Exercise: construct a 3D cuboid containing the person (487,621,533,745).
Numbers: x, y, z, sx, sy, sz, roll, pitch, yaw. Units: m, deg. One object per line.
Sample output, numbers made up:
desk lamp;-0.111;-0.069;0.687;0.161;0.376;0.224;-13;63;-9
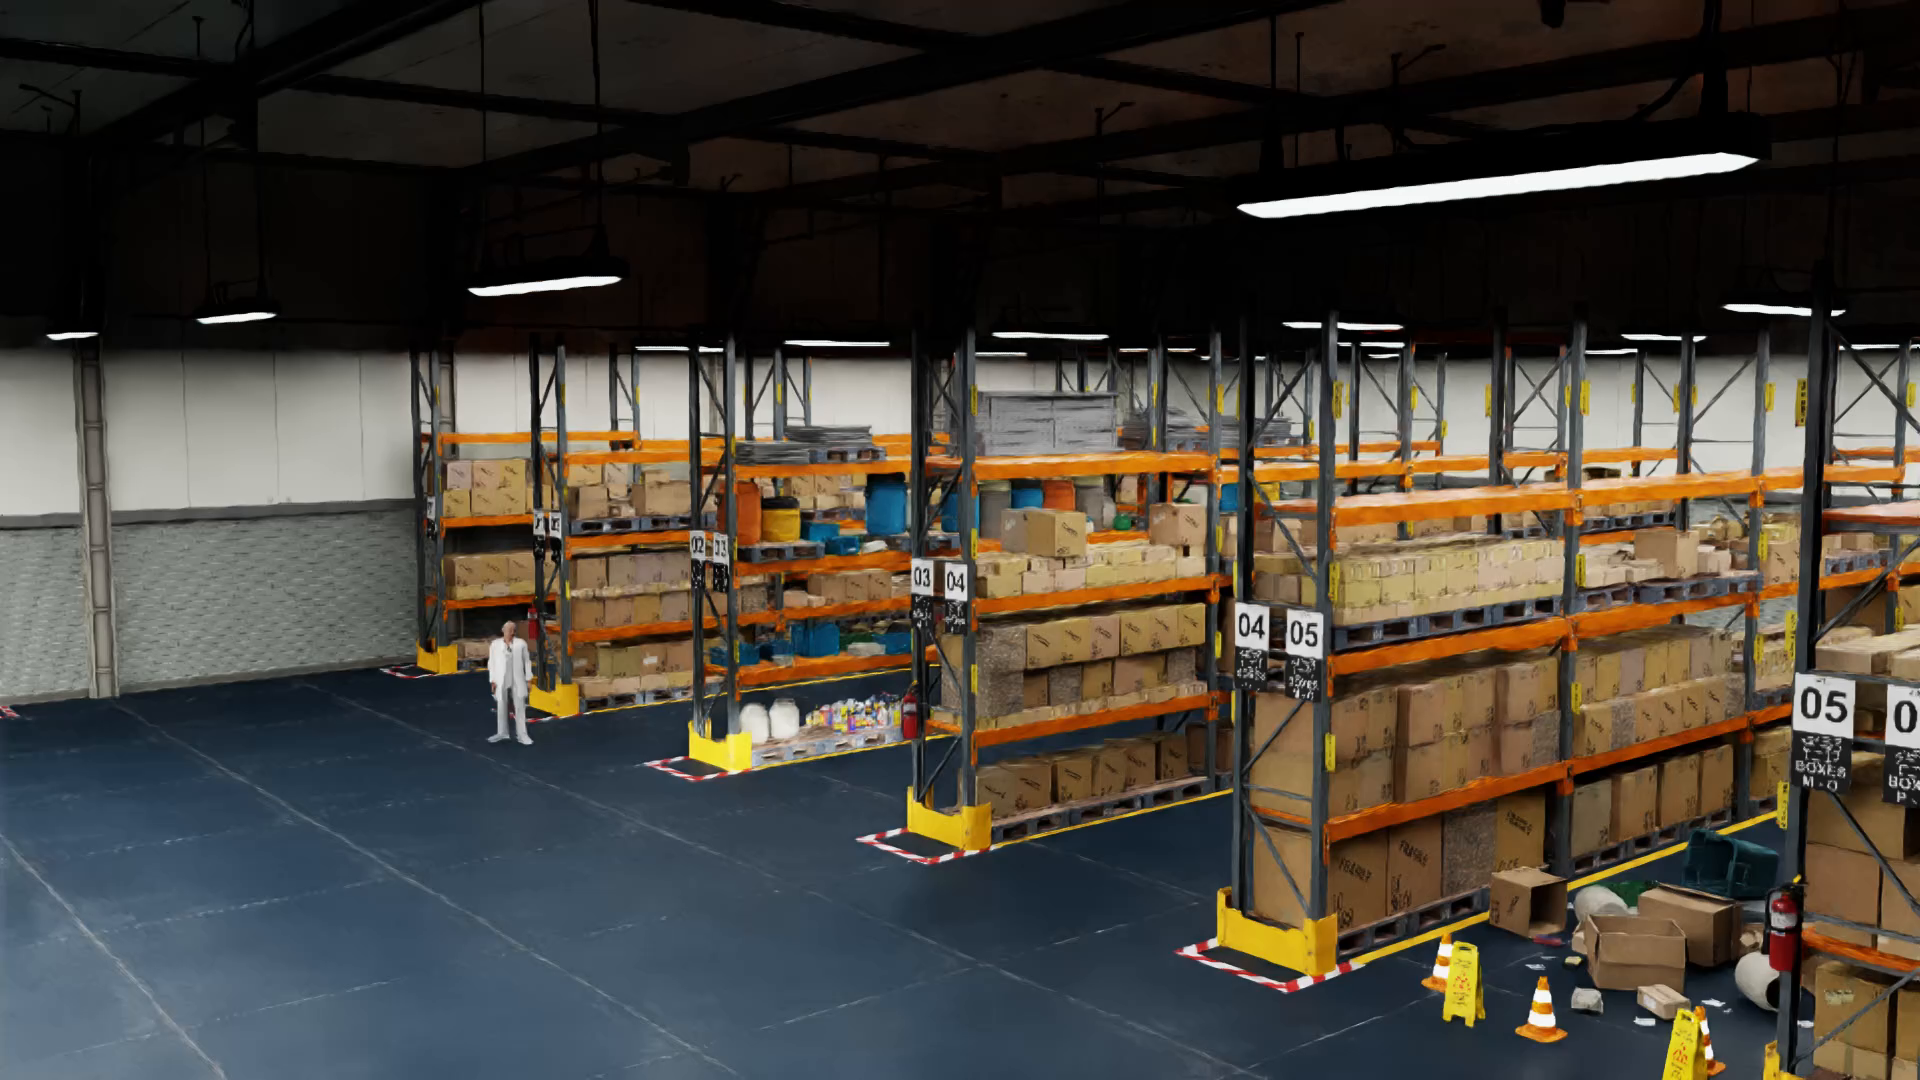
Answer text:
person;-6.509;2.051;24.006;0.673;1.780;0.530;-1;5;-11
